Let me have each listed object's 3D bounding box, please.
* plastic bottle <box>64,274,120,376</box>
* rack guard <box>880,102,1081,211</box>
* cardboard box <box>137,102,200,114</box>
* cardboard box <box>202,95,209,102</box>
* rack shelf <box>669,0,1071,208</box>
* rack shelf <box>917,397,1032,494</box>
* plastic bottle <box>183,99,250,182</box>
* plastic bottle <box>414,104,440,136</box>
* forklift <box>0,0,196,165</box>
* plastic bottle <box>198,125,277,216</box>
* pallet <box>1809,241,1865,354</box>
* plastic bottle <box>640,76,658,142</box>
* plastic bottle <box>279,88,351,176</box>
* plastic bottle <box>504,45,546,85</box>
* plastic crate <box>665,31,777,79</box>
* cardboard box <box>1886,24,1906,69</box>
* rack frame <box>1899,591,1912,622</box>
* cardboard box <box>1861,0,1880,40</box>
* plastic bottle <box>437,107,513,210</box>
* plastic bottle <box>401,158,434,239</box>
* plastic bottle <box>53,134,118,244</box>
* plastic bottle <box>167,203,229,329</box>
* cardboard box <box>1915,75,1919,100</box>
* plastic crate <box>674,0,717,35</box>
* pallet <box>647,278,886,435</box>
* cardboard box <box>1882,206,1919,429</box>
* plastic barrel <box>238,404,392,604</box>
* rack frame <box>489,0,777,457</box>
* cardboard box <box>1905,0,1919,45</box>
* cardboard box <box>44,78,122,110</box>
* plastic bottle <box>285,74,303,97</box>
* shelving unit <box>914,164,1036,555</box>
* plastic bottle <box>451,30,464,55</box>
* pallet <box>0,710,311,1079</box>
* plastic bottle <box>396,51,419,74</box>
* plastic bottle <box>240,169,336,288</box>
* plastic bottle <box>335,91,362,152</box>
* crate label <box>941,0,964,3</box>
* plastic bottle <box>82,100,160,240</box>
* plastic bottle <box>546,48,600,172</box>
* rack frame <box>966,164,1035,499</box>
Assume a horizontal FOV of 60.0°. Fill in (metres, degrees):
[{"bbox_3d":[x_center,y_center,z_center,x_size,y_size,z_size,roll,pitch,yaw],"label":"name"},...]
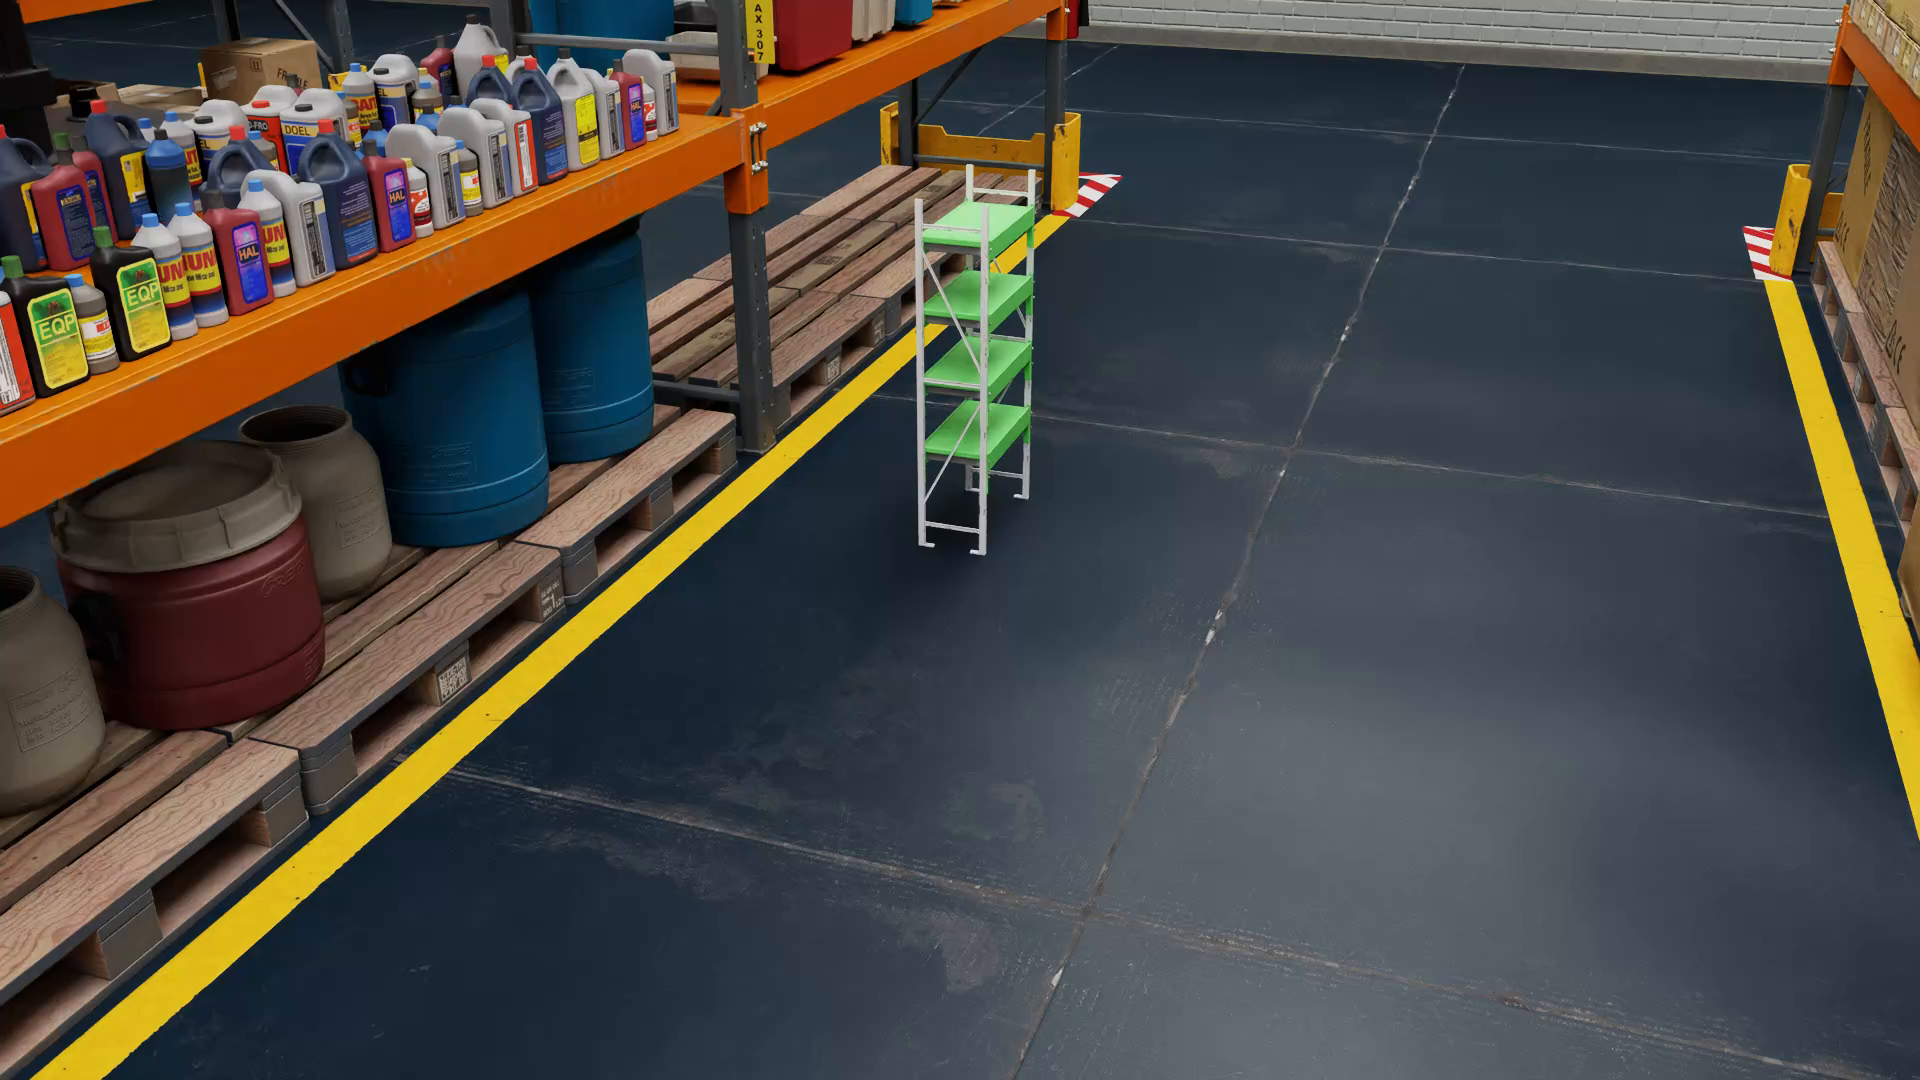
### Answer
[{"bbox_3d":[-1.829,-0.454,3.474,0.097,0.201,0.097,0,26,0],"label":"plastic bottle"},{"bbox_3d":[0.117,-2.298,9.923,1.175,0.500,0.348,9,27,17],"label":"rack guard"},{"bbox_3d":[-4.842,-2.446,10.011,0.500,0.250,0.500,9,27,17],"label":"cardboard box"},{"bbox_3d":[-5.095,-2.829,10.897,0.380,0.166,0.250,9,27,17],"label":"cardboard box"},{"bbox_3d":[-0.544,-2.266,7.813,1.077,0.370,4.000,9,27,17],"label":"rack shelf"},{"bbox_3d":[0.055,-0.335,5.761,0.258,0.148,0.480,9,27,17],"label":"rack shelf"},{"bbox_3d":[-2.108,-1.101,4.724,0.152,0.276,0.135,9,27,17],"label":"plastic bottle"},{"bbox_3d":[-1.494,-1.099,4.725,0.097,0.271,0.097,0,26,0],"label":"plastic bottle"},{"bbox_3d":[-4.116,-1.621,5.734,1.130,2.935,3.031,15,30,28],"label":"forklift"},{"bbox_3d":[-1.762,-0.834,4.088,0.144,0.351,0.185,9,27,17],"label":"plastic bottle"},{"bbox_3d":[4.600,-1.098,7.776,1.003,0.211,1.213,9,27,17],"label":"pallet"},{"bbox_3d":[-1.049,-1.418,5.464,0.097,0.201,0.097,0,26,0],"label":"plastic bottle"},{"bbox_3d":[-1.888,-1.174,4.875,0.152,0.276,0.135,9,27,17],"label":"plastic bottle"},{"bbox_3d":[-1.343,-1.341,5.134,0.144,0.351,0.185,9,27,17],"label":"plastic bottle"},{"bbox_3d":[-0.920,-1.846,6.355,0.396,0.136,0.243,9,27,17],"label":"plastic crate"},{"bbox_3d":[3.937,-1.953,6.630,0.380,0.149,0.250,8,27,17],"label":"cardboard box"},{"bbox_3d":[3.461,-1.049,4.475,1.000,3.000,0.127,9,27,17],"label":"rack frame"},{"bbox_3d":[4.194,-2.271,7.287,0.380,0.149,0.250,8,27,16],"label":"cardboard box"},{"bbox_3d":[-1.370,-1.090,4.702,0.152,0.276,0.135,9,27,17],"label":"plastic bottle"},{"bbox_3d":[-1.460,-0.910,4.415,0.097,0.201,0.097,0,26,0],"label":"plastic bottle"},{"bbox_3d":[-2.265,-0.891,4.282,0.061,0.283,0.133,9,27,17],"label":"plastic bottle"},{"bbox_3d":[-1.720,-0.620,3.737,0.097,0.271,0.097,0,26,0],"label":"plastic bottle"},{"bbox_3d":[3.681,-1.637,5.978,0.380,0.149,0.250,8,27,17],"label":"cardboard box"},{"bbox_3d":[-1.091,-2.170,7.036,0.437,0.125,0.590,9,27,17],"label":"plastic crate"},{"bbox_3d":[-1.002,-0.820,7.202,1.003,0.211,1.213,9,27,17],"label":"pallet"},{"bbox_3d":[4.055,-0.912,6.147,0.875,0.875,0.875,9,27,17],"label":"cardboard box"},{"bbox_3d":[-1.915,-0.106,4.899,0.421,0.512,0.421,0,26,0],"label":"plastic barrel"},{"bbox_3d":[-1.210,-1.768,5.959,1.000,3.000,0.127,9,27,17],"label":"rack frame"},{"bbox_3d":[3.872,-1.966,6.199,0.500,0.250,0.500,8,27,16],"label":"cardboard box"},{"bbox_3d":[-5.259,-2.335,9.490,0.797,0.503,0.637,9,27,17],"label":"cardboard box"},{"bbox_3d":[-2.030,-1.261,5.047,0.061,0.283,0.133,9,27,17],"label":"plastic bottle"},{"bbox_3d":[0.055,-0.608,5.629,0.258,1.200,0.503,9,27,17],"label":"shelving unit"},{"bbox_3d":[-1.734,-1.626,5.801,0.061,0.283,0.133,9,27,17],"label":"plastic bottle"},{"bbox_3d":[-2.318,0.801,3.853,1.003,0.211,1.213,9,27,17],"label":"pallet"},{"bbox_3d":[-1.832,-1.476,5.504,0.097,0.271,0.097,0,26,0],"label":"plastic bottle"},{"bbox_3d":[-1.631,-0.769,4.038,0.152,0.276,0.135,9,27,17],"label":"plastic bottle"},{"bbox_3d":[-1.942,-1.309,5.240,0.097,0.201,0.097,0,26,0],"label":"plastic bottle"},{"bbox_3d":[-0.159,-2.723,8.166,0.396,0.136,0.243,9,27,17],"label":"crate label"},{"bbox_3d":[-2.230,-0.990,4.408,0.144,0.351,0.185,9,27,17],"label":"plastic bottle"},{"bbox_3d":[-1.207,-1.320,5.091,0.144,0.351,0.185,9,27,17],"label":"plastic bottle"},{"bbox_3d":[0.136,-0.708,5.836,0.240,1.200,0.015,9,27,17],"label":"rack frame"}]
